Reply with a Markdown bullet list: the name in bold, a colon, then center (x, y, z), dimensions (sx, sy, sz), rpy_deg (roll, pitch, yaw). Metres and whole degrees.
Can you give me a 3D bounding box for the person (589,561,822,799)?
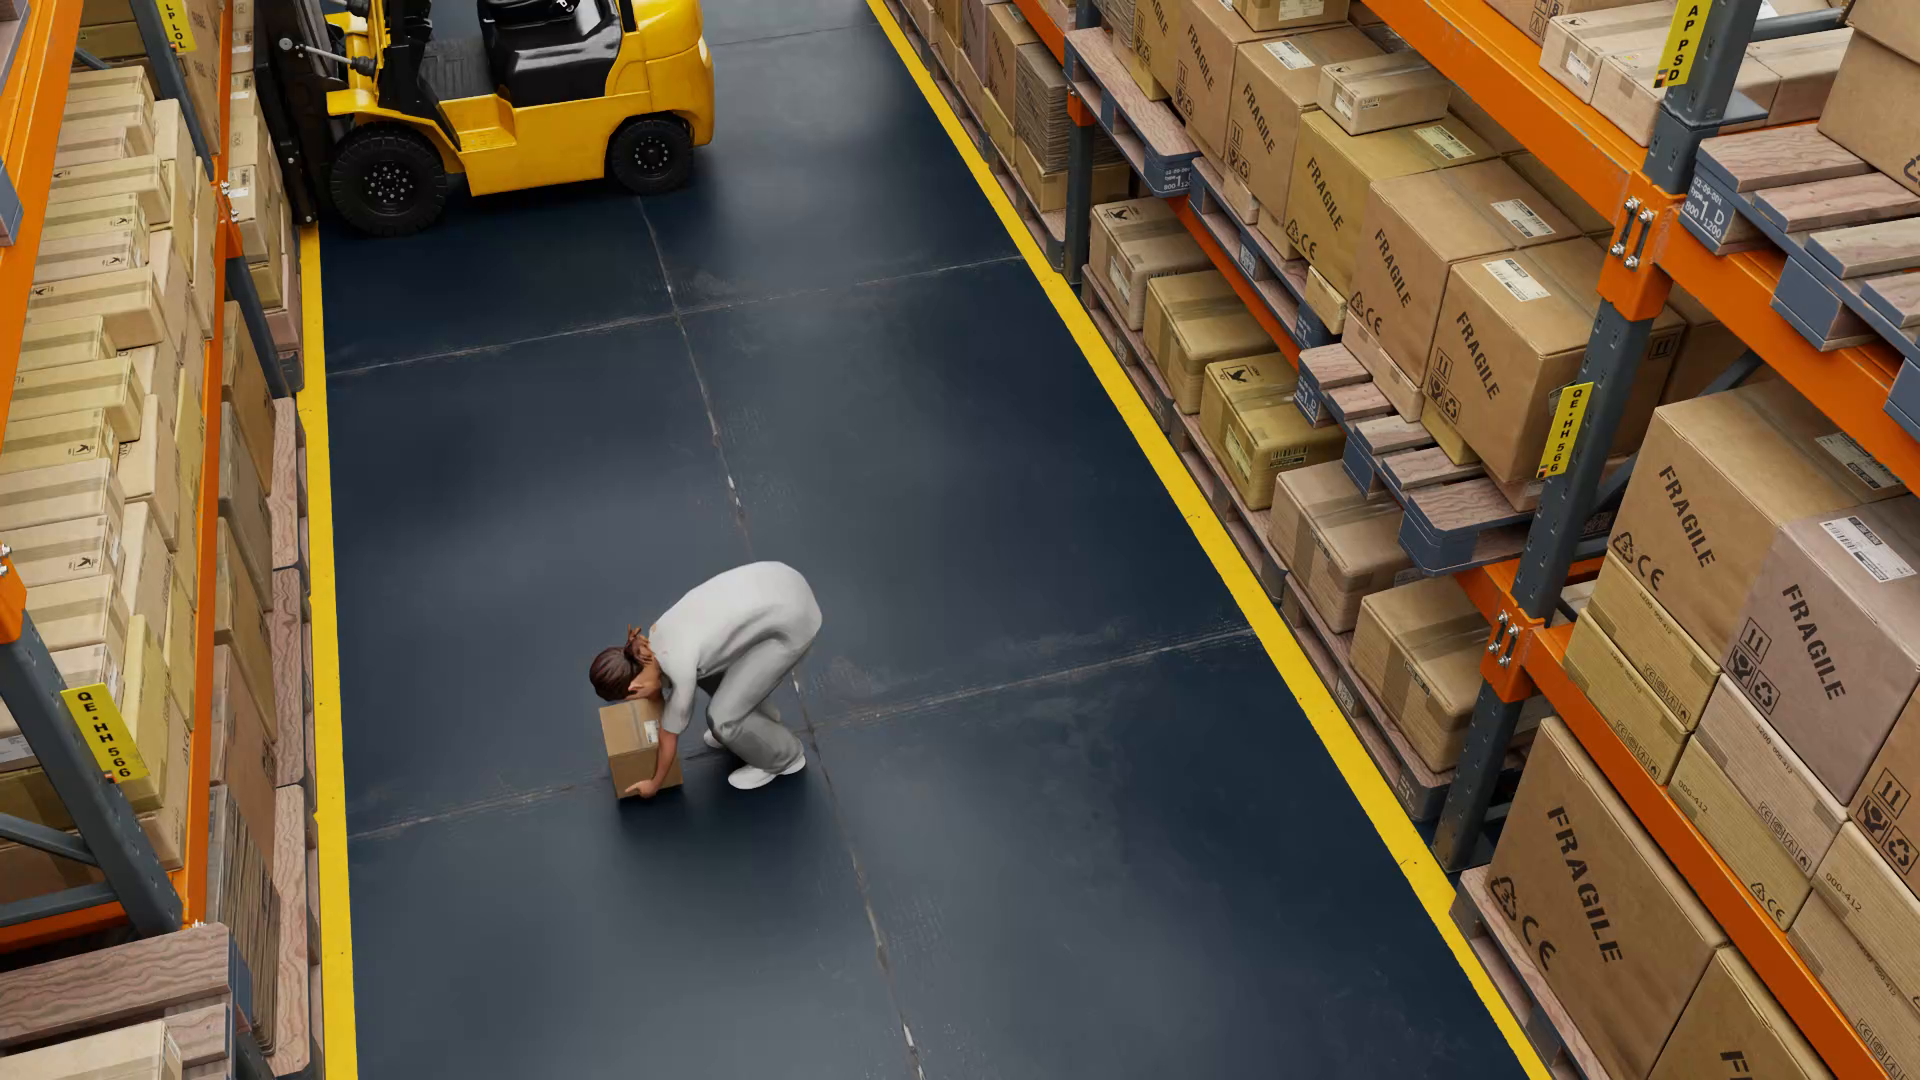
- **person**: center (-0.920, 0.536, 6.152), dimensions (0.848, 0.893, 0.464), rpy_deg (-14, 44, -15)
